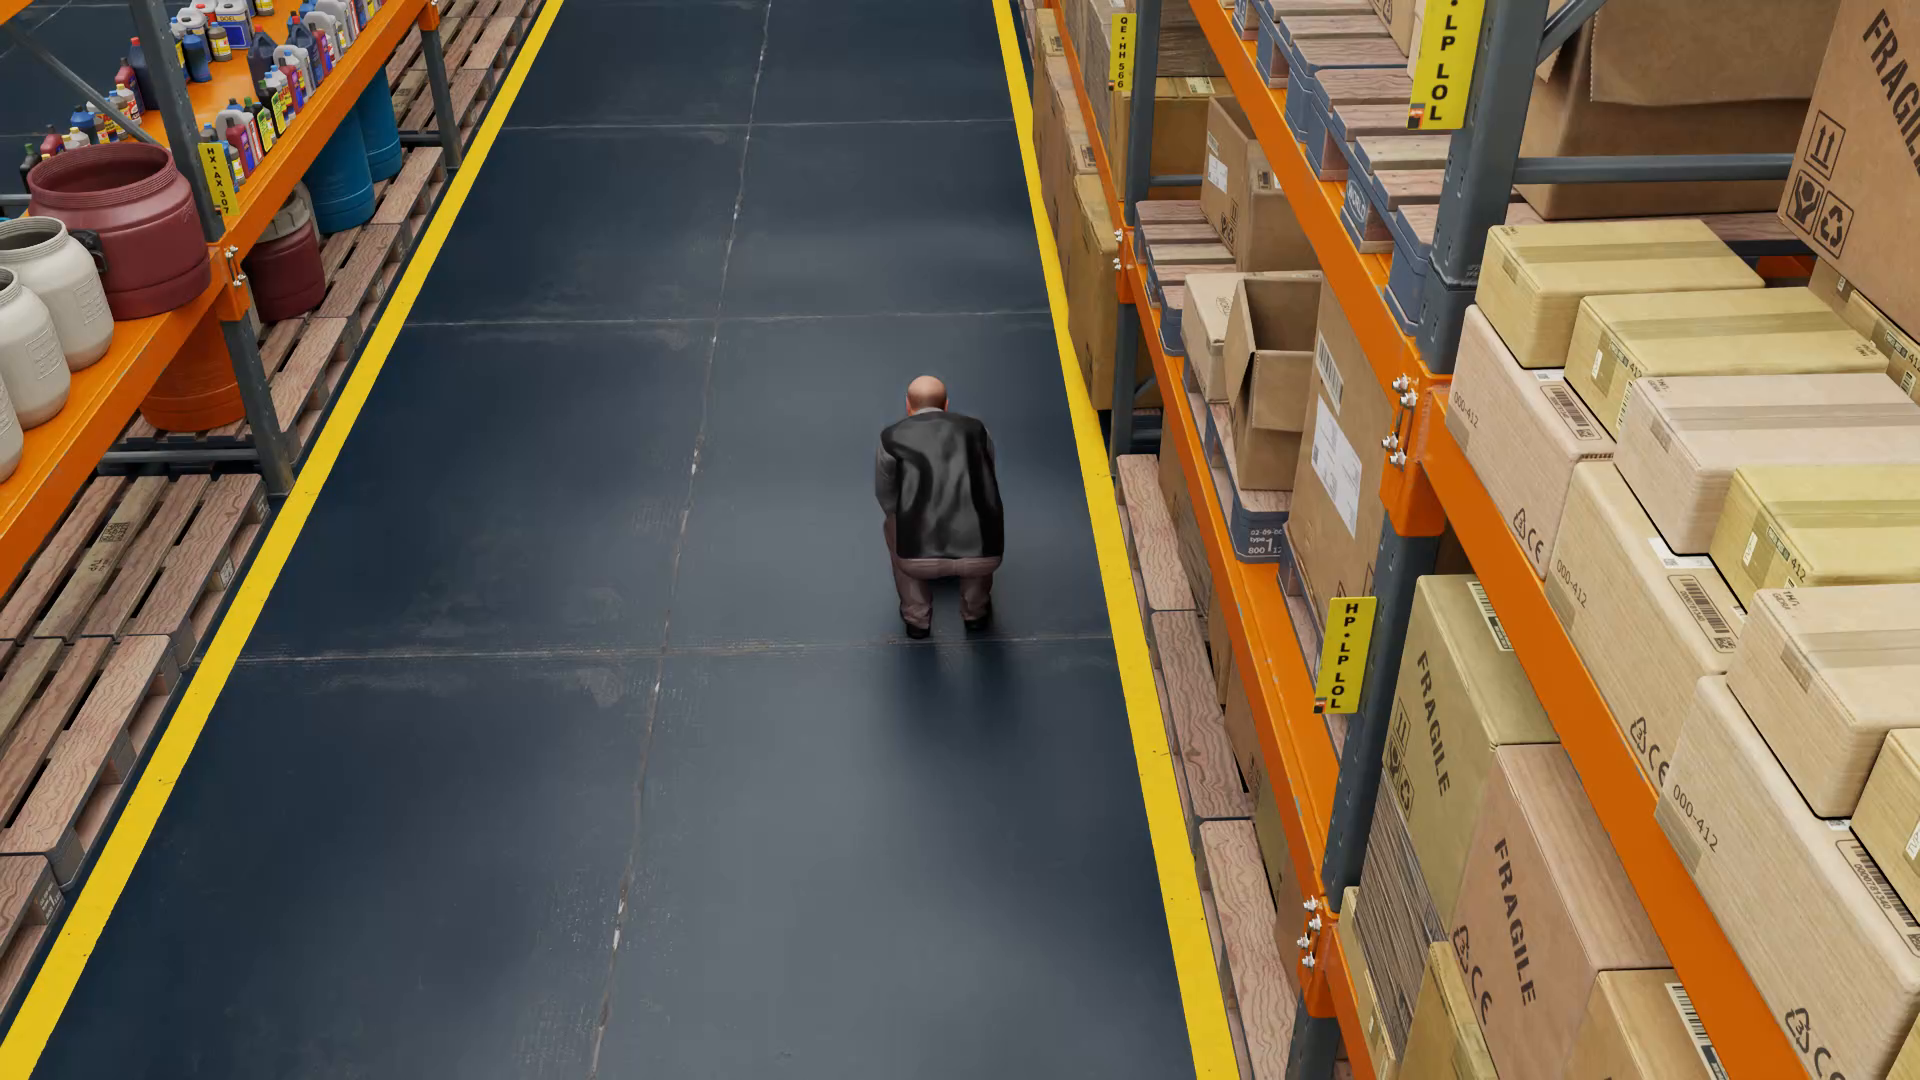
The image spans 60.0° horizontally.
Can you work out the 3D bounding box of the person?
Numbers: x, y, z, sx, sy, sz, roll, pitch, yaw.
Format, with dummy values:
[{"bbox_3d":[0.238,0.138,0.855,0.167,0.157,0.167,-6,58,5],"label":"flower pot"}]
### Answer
[{"bbox_3d":[-0.090,-0.105,7.000,0.533,0.942,0.865,-2,35,-2],"label":"person"}]
